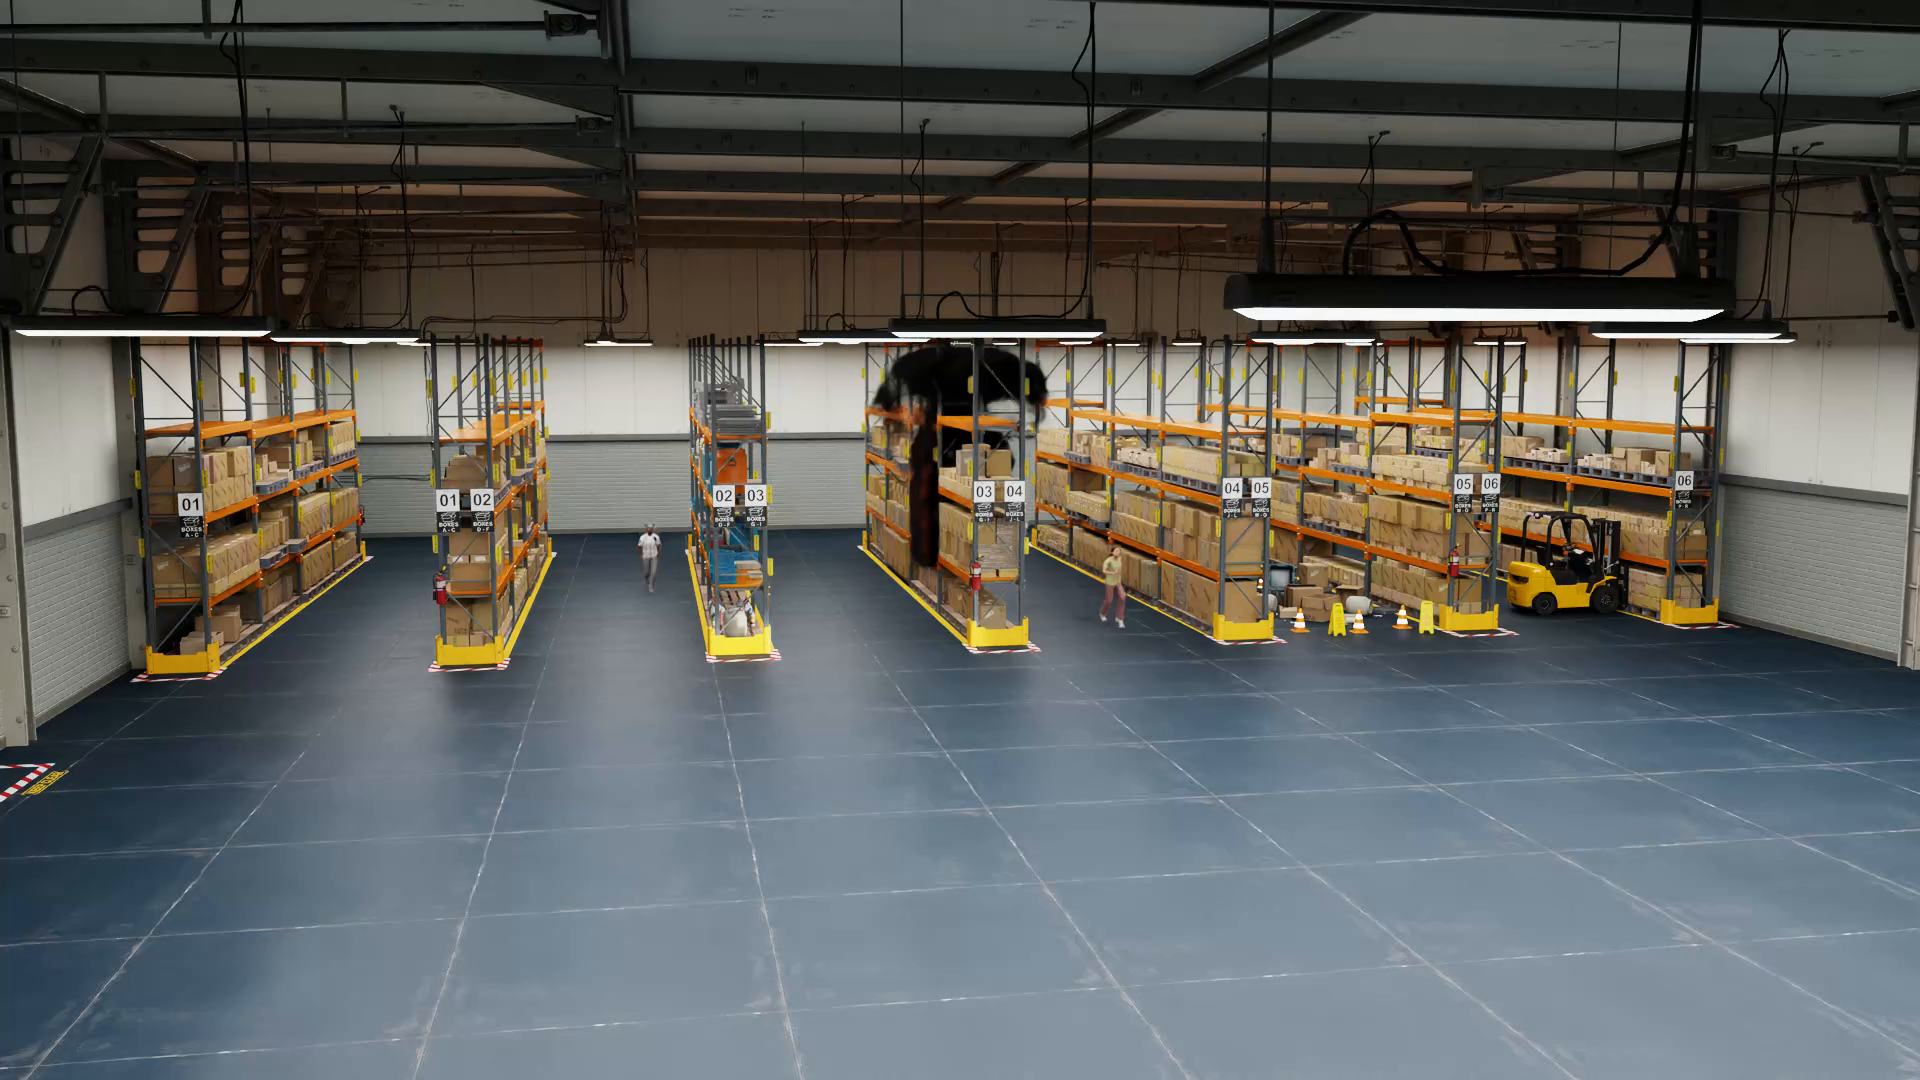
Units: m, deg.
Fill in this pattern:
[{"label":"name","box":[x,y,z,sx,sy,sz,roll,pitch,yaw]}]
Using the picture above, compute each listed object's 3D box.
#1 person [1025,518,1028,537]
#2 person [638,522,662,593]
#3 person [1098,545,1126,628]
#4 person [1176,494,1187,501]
[{"label":"person","box":[1.565,-0.103,44.244,0.536,1.564,0.576,-2,7,-20]},{"label":"person","box":[-7.339,0.403,39.408,0.582,1.665,0.578,-2,7,-16]},{"label":"person","box":[3.157,0.943,34.584,0.599,1.707,0.896,-4,8,-31]},{"label":"person","box":[6.800,-0.878,50.858,0.681,1.596,0.647,1,7,11]}]
